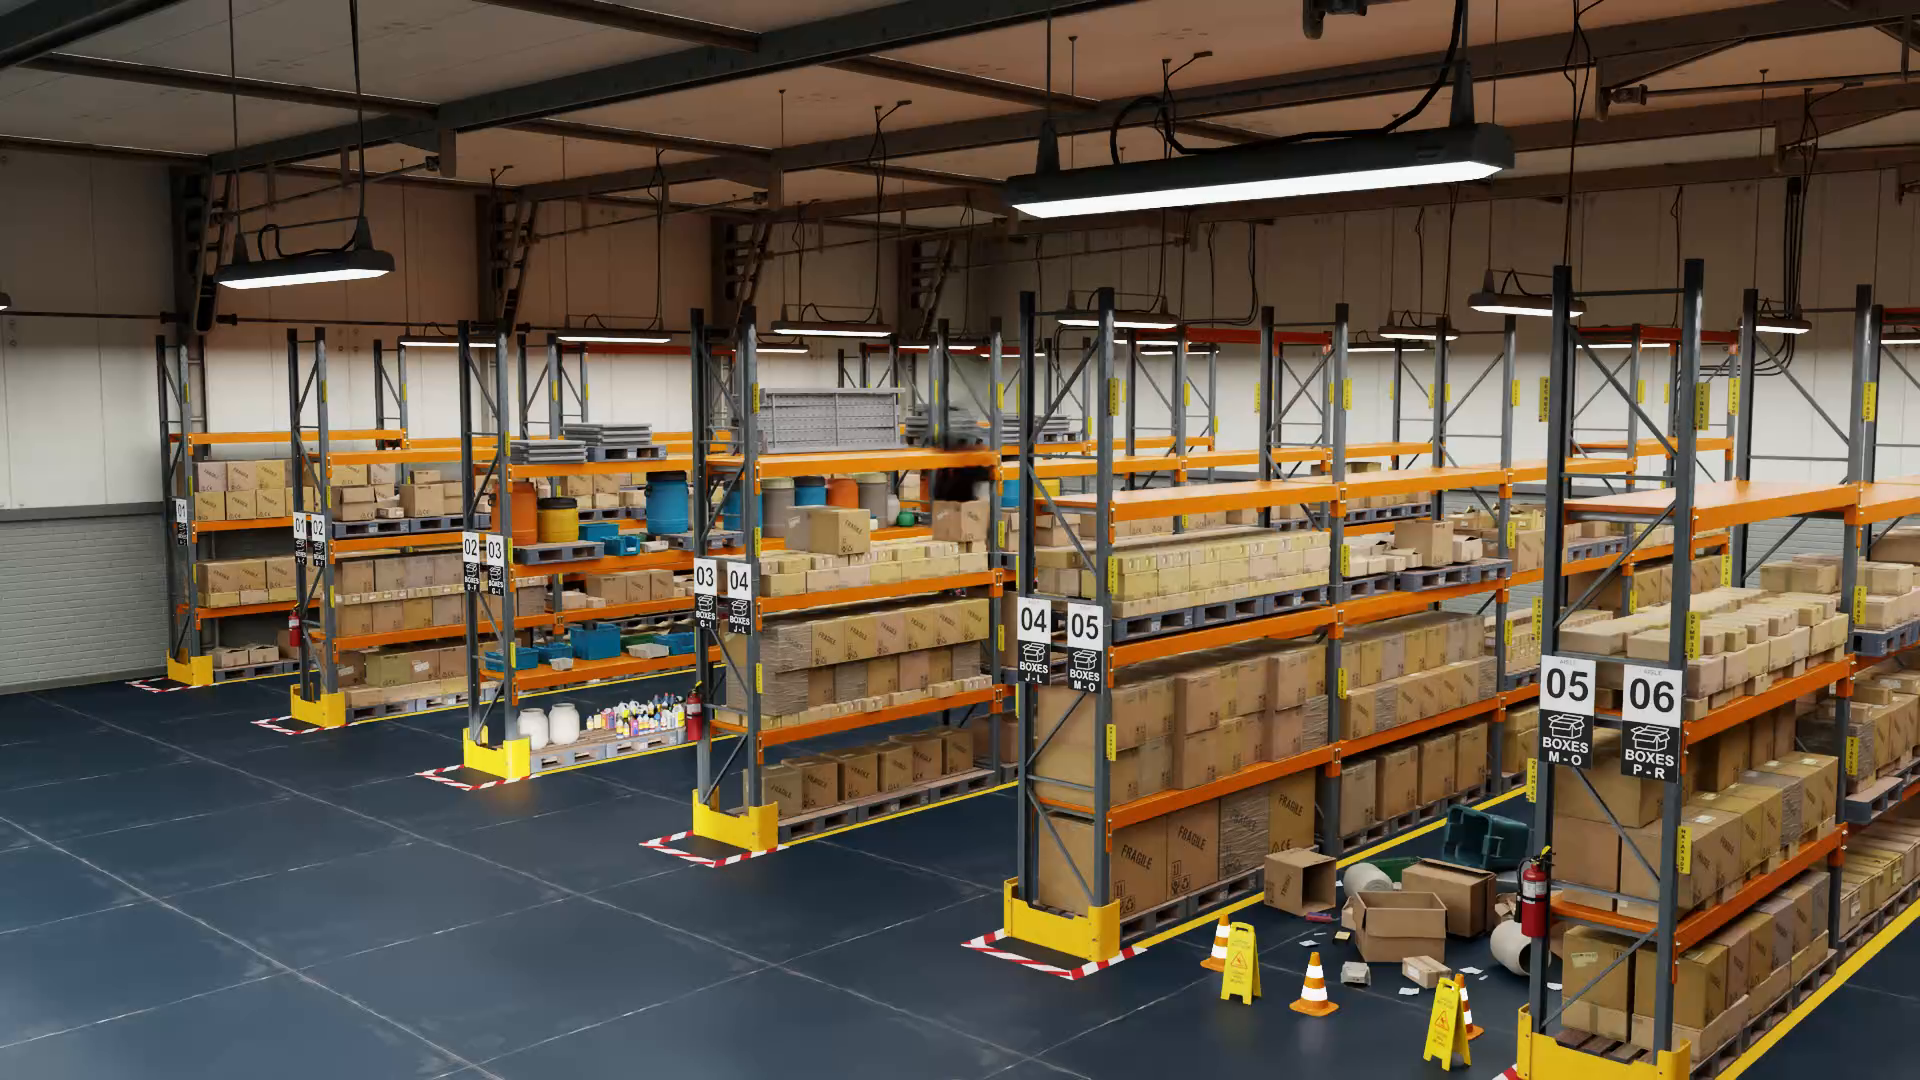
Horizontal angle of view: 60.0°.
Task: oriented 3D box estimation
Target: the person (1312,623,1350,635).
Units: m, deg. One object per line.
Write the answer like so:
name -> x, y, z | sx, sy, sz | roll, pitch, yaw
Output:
person -> 5.613, 1.944, 25.081 | 0.859, 1.815, 0.687 | -5, 8, -45

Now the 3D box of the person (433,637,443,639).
person -> -9.133, 1.553, 29.191 | 0.664, 1.784, 0.944 | 3, 6, 33
